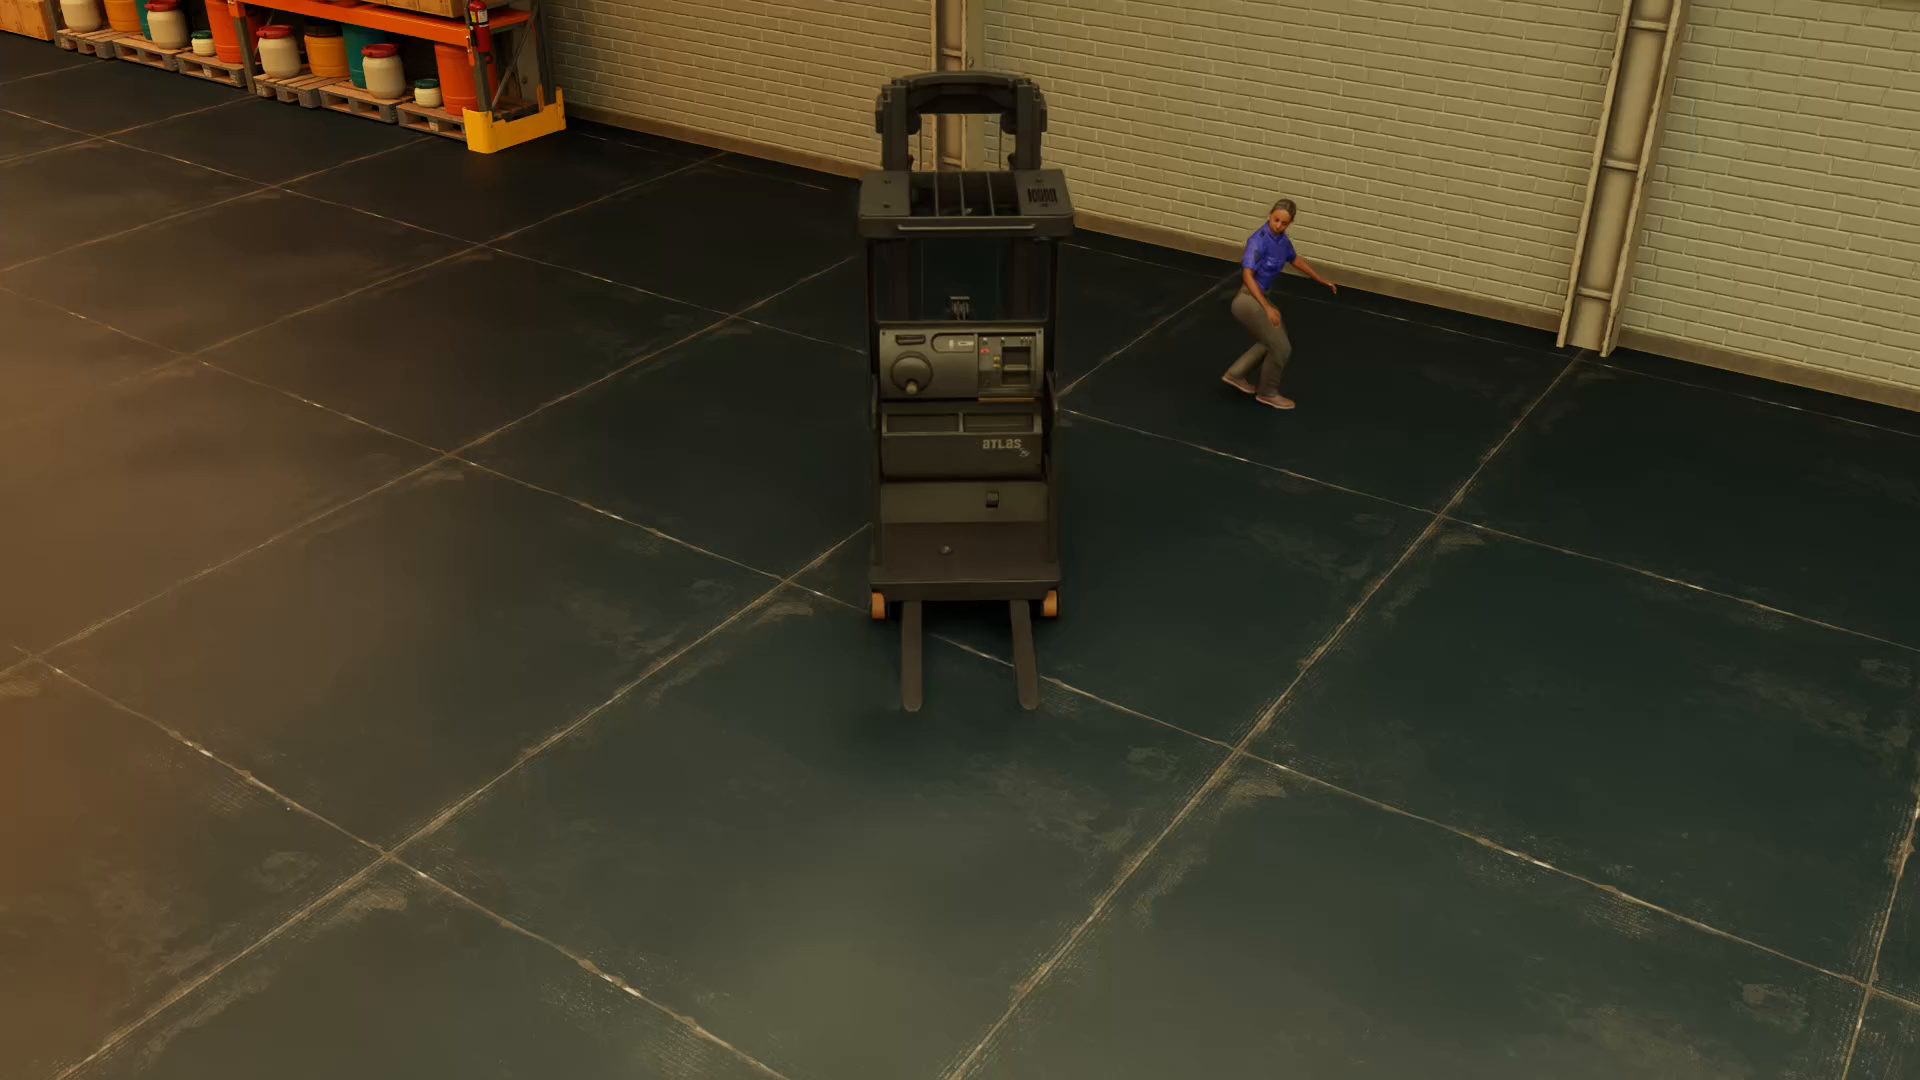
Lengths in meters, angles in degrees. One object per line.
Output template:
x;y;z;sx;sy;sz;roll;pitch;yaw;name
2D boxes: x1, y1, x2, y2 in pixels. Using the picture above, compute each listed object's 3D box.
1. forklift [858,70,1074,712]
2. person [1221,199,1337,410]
0.018;-0.961;9.236;1.130;2.935;3.031;-1;30;-1;forklift
2.262;-1.656;11.813;0.748;1.548;0.760;10;32;17;person
